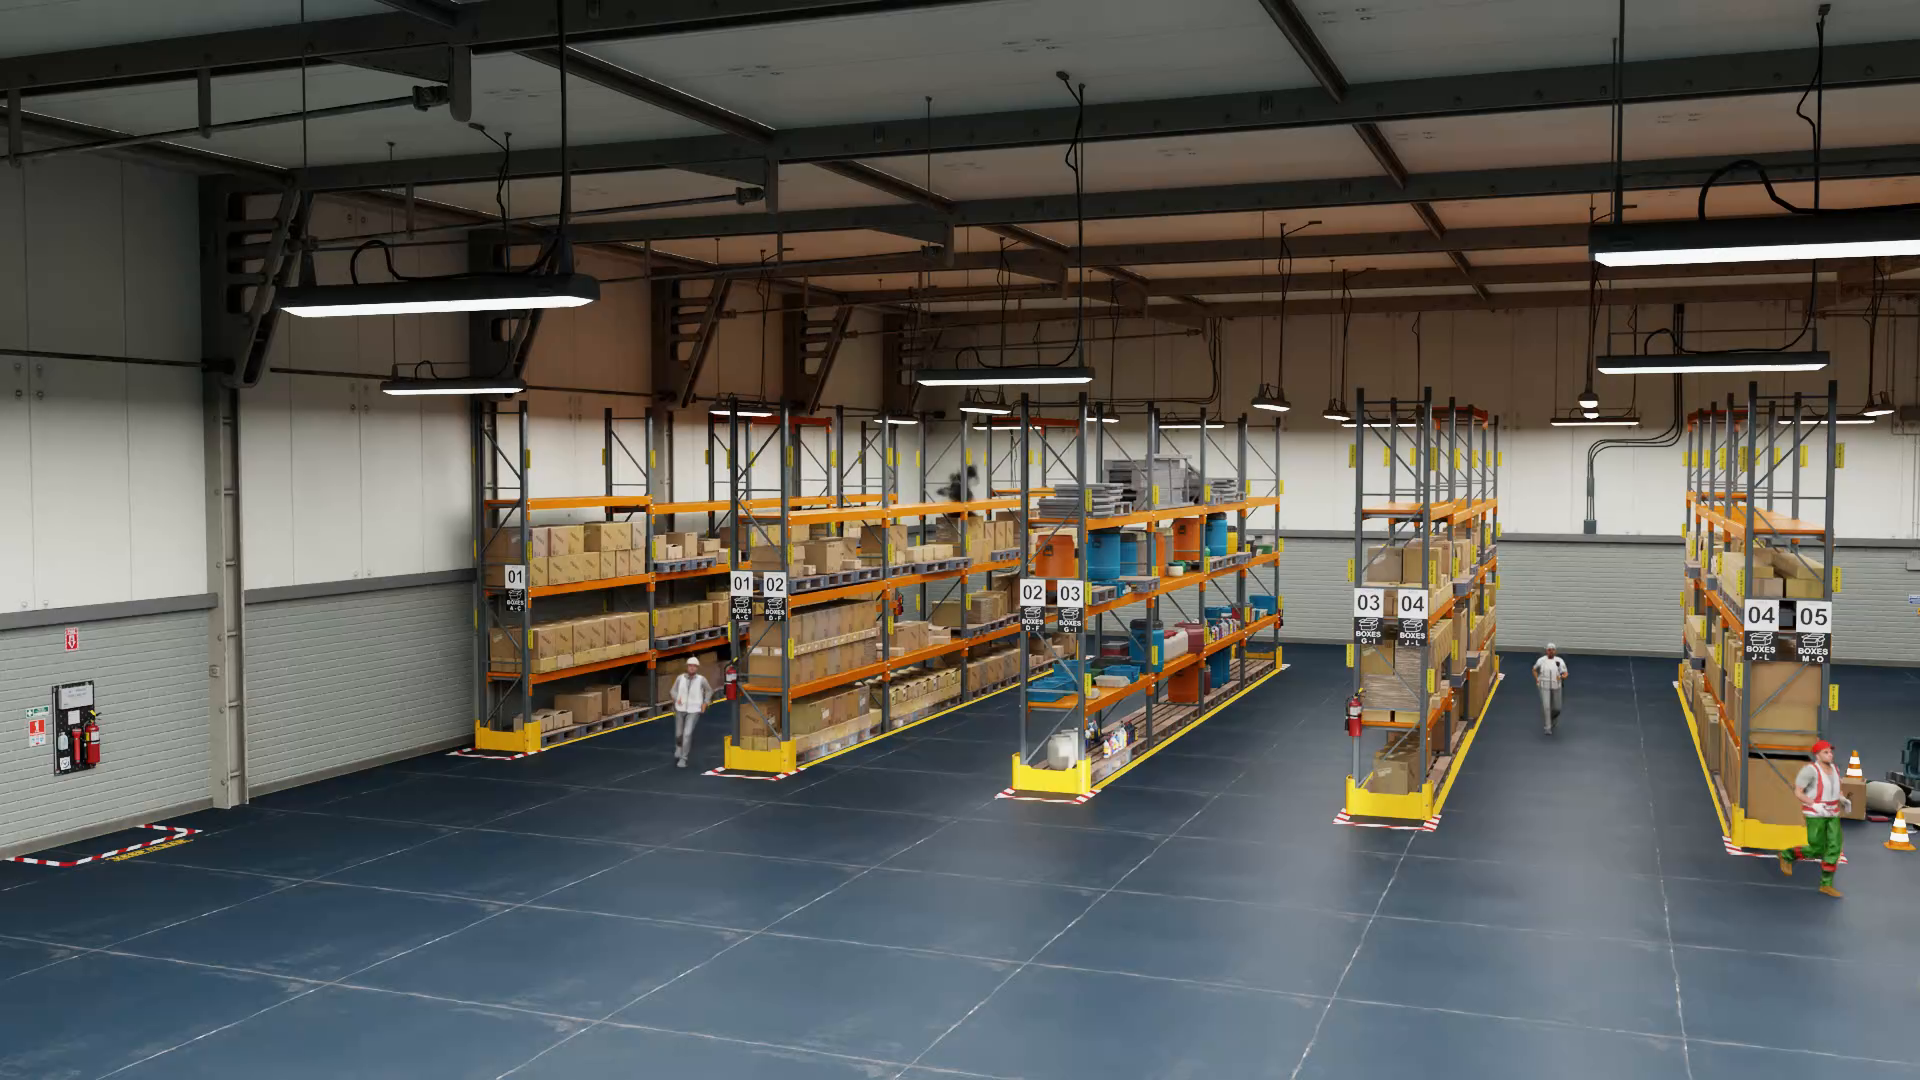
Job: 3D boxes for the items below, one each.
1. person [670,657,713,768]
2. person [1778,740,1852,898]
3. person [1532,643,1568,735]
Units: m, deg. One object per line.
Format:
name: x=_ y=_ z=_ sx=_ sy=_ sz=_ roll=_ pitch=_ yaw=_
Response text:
person: x=-4.413 y=2.798 z=27.272 sx=0.695 sy=1.765 sz=0.792 roll=0 pitch=3 yaw=1
person: x=9.953 y=3.186 z=19.297 sx=0.661 sy=1.761 sz=0.791 roll=-1 pitch=3 yaw=-18
person: x=10.787 y=2.711 z=30.405 sx=0.620 sy=1.618 sz=0.784 roll=1 pitch=3 yaw=15
